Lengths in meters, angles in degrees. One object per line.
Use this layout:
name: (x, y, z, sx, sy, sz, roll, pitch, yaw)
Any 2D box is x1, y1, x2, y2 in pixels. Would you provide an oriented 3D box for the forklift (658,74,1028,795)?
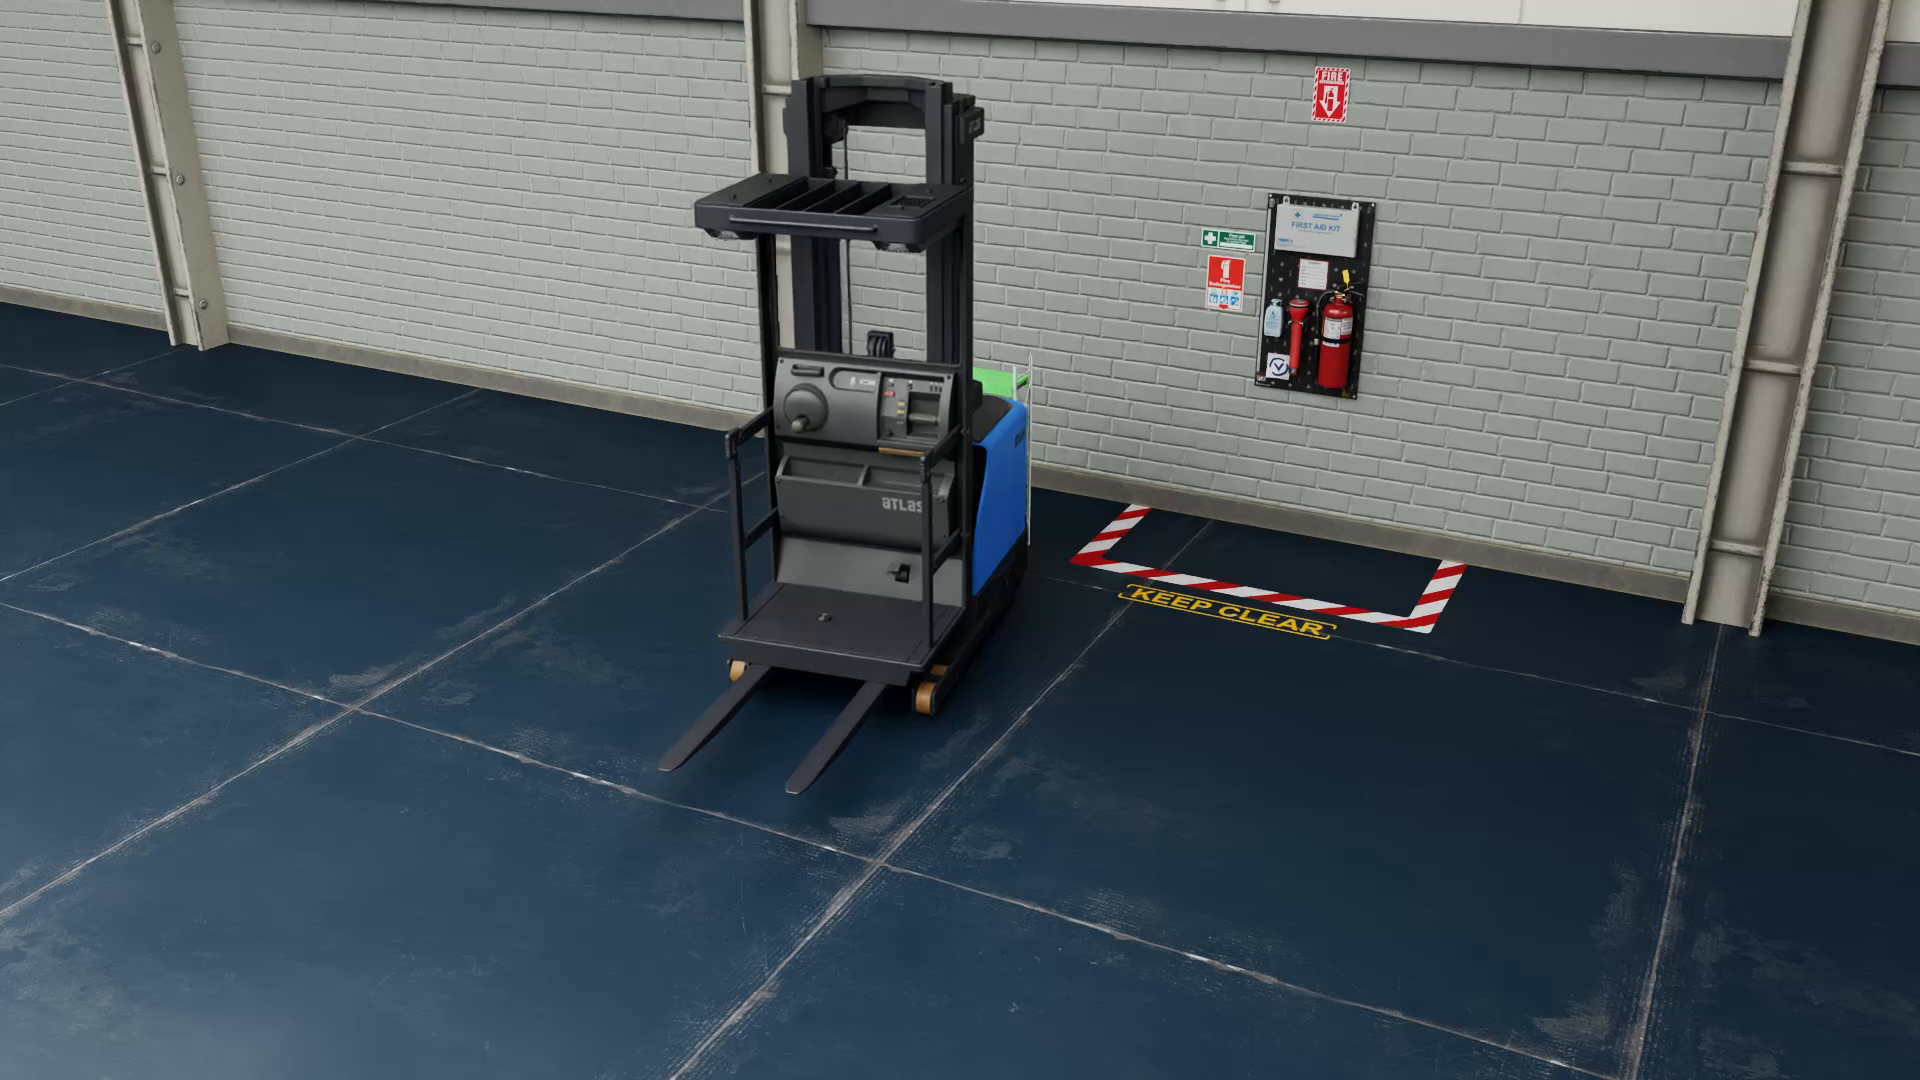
forklift: (-0.545, -0.659, 8.055, 1.130, 2.935, 3.031, 7, 24, 16)

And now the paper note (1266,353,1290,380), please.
paper note: (1.914, -1.044, 9.997, 0.142, 0.148, 0.016, 11, 25, 25)

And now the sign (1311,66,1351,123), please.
sign: (2.079, -2.497, 9.326, 0.199, 0.298, 0.001, 11, 25, 25)

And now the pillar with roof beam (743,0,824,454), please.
pillar with roof beam: (-3.068, -3.261, 6.419, 0.400, 9.000, 9.100, 11, 25, 25)

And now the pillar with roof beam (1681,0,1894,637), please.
pillar with roof beam: (2.287, -2.201, 3.927, 0.400, 9.000, 9.100, 11, 25, 25)

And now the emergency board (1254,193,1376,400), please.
emergency board: (2.041, -1.394, 9.694, 0.643, 1.169, 0.194, 11, 25, 25)

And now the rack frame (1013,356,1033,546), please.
rack frame: (0.365, -0.480, 9.845, 0.015, 1.200, 0.240, 11, 25, 25)

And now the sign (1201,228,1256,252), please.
sign: (1.594, -1.784, 9.889, 0.331, 0.109, 0.001, 11, 25, 25)

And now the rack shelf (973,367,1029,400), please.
rack shelf: (0.148, -0.906, 9.784, 0.480, 0.148, 0.258, 11, 25, 25)

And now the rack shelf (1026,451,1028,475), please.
rack shelf: (0.148, -0.464, 9.971, 0.480, 0.148, 0.258, 11, 25, 25)

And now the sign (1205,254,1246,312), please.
sign: (1.594, -1.544, 10.002, 0.234, 0.329, 0.001, 11, 25, 25)

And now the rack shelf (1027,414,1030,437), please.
rack shelf: (0.148, -0.685, 9.878, 0.480, 0.148, 0.258, 11, 25, 25)

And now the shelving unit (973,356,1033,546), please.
shelving unit: (0.148, -0.523, 9.946, 0.503, 1.200, 0.258, 11, 25, 25)

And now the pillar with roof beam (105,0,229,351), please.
pillar with roof beam: (-8.422, -4.320, 8.910, 0.400, 9.000, 9.100, 11, 25, 25)
